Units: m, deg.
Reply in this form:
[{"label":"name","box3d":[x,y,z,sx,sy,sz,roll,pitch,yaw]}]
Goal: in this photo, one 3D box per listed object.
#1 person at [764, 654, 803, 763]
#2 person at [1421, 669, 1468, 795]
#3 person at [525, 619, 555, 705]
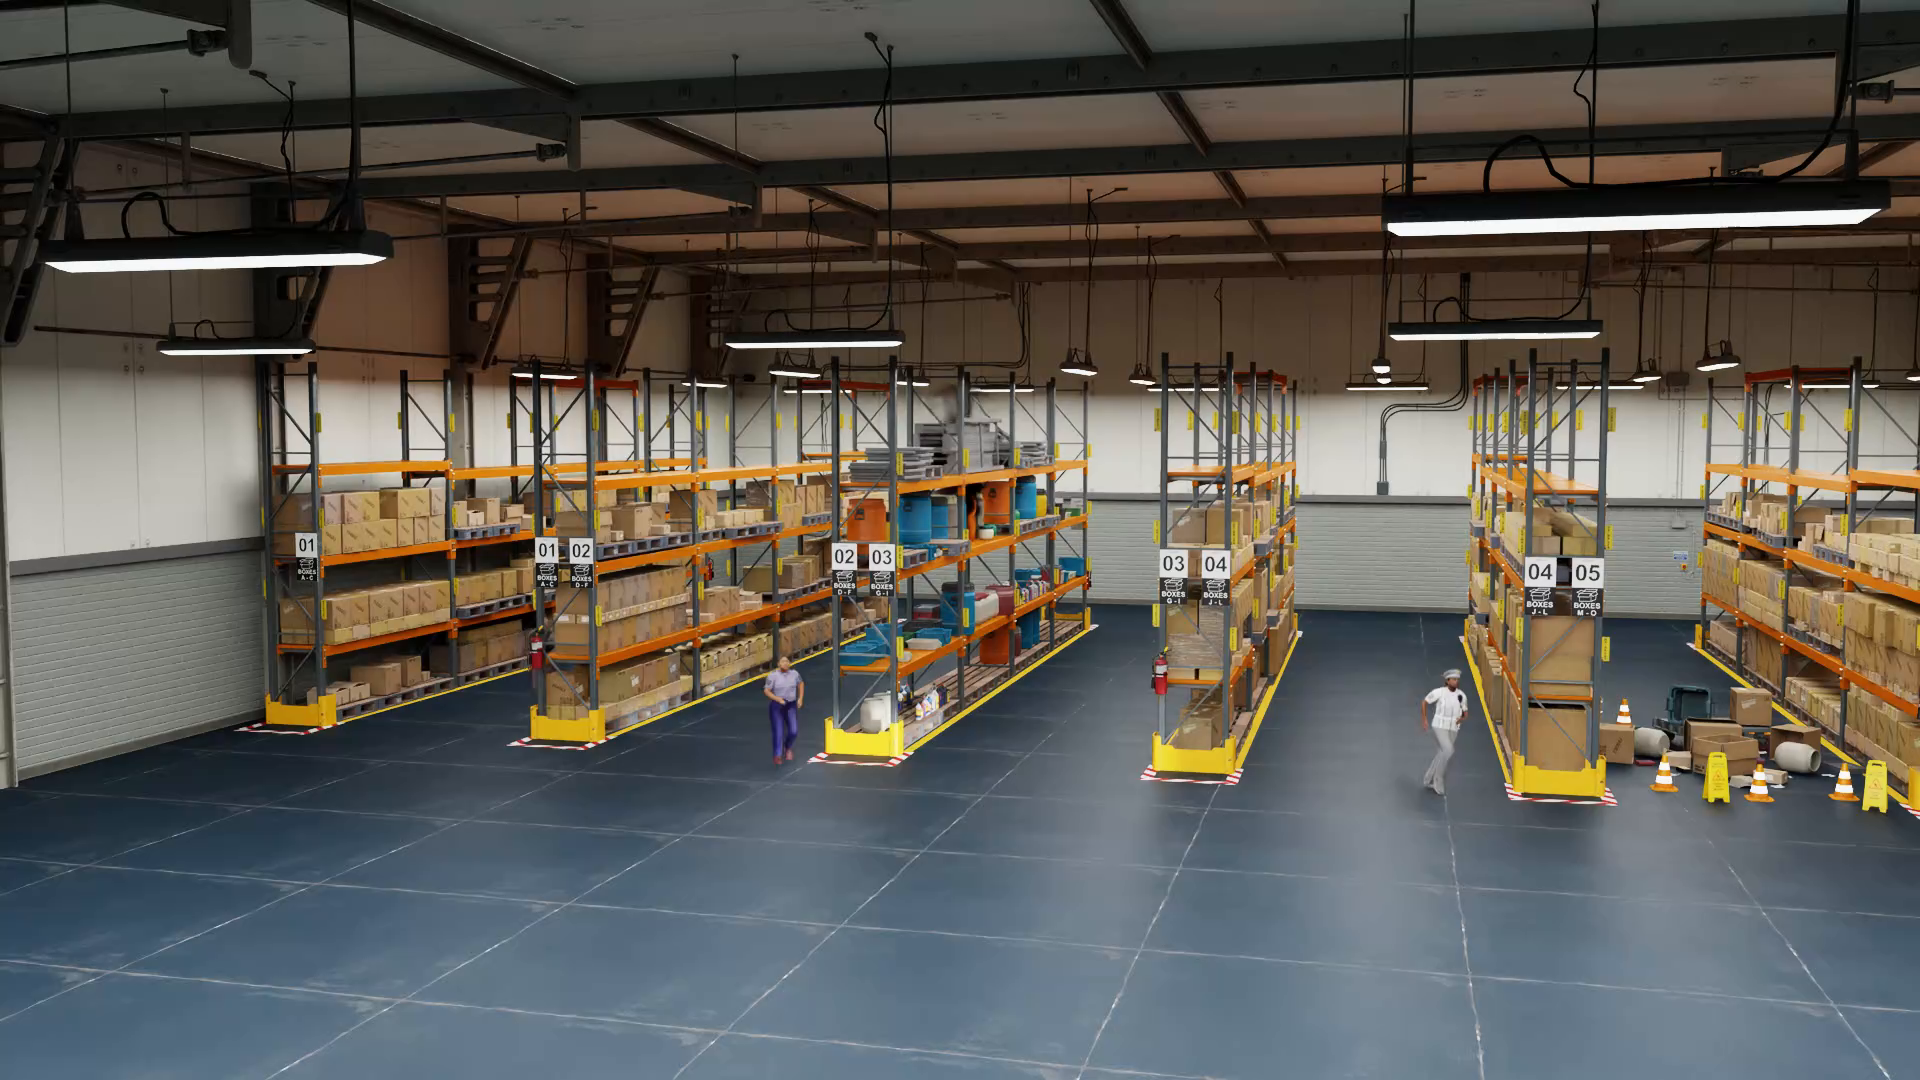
[{"label":"person","box3d":[-2.555,2.489,24.419,0.636,1.605,0.588,-2,4,-20]},{"label":"person","box3d":[6.611,2.575,22.552,0.571,1.657,0.665,-1,4,-13]},{"label":"person","box3d":[-7.124,2.160,28.423,0.658,1.687,0.716,1,4,12]}]
